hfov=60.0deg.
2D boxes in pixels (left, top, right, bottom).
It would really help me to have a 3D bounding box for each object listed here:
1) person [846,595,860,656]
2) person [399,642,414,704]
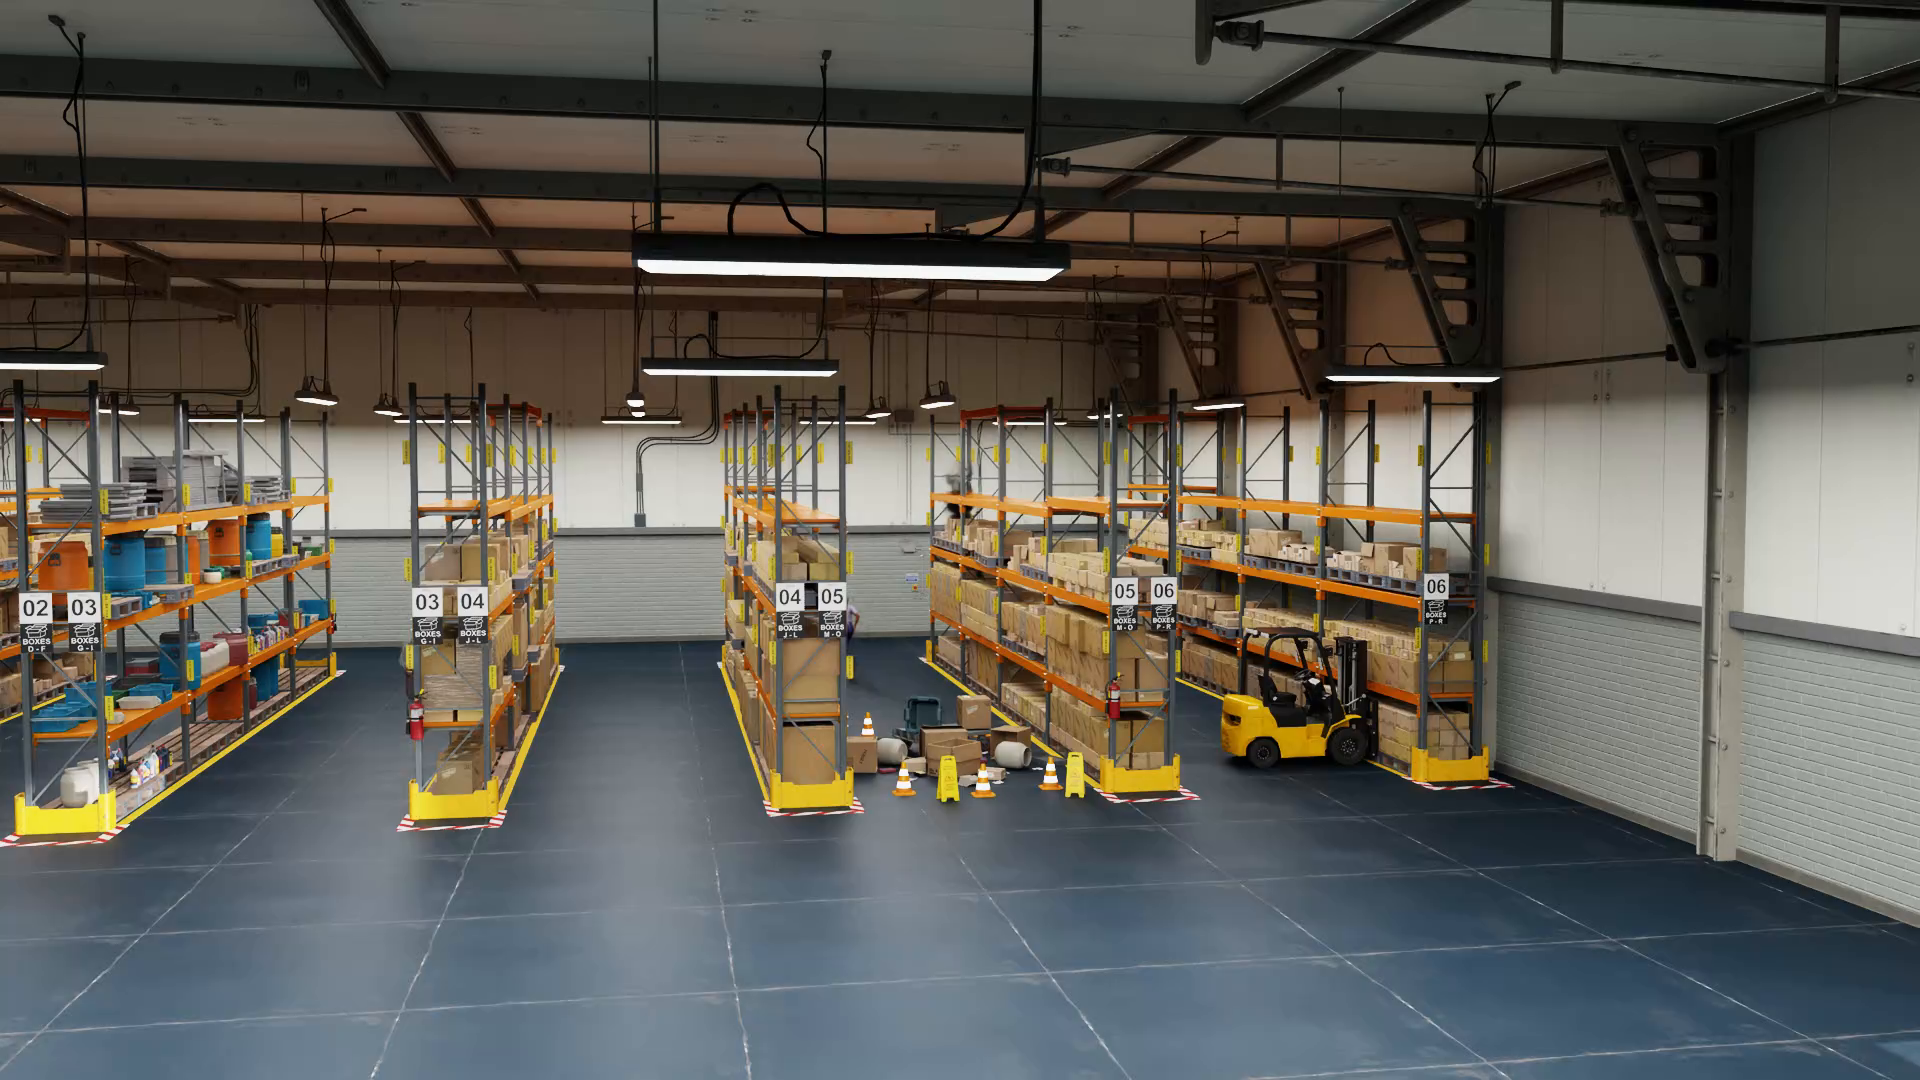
[{"bbox_3d":[-2.600,2.059,37.517,0.610,1.667,0.819,-1,3,-20],"label":"person"},{"bbox_3d":[-10.353,2.575,31.686,0.643,1.710,0.997,-1,3,-13],"label":"person"}]
